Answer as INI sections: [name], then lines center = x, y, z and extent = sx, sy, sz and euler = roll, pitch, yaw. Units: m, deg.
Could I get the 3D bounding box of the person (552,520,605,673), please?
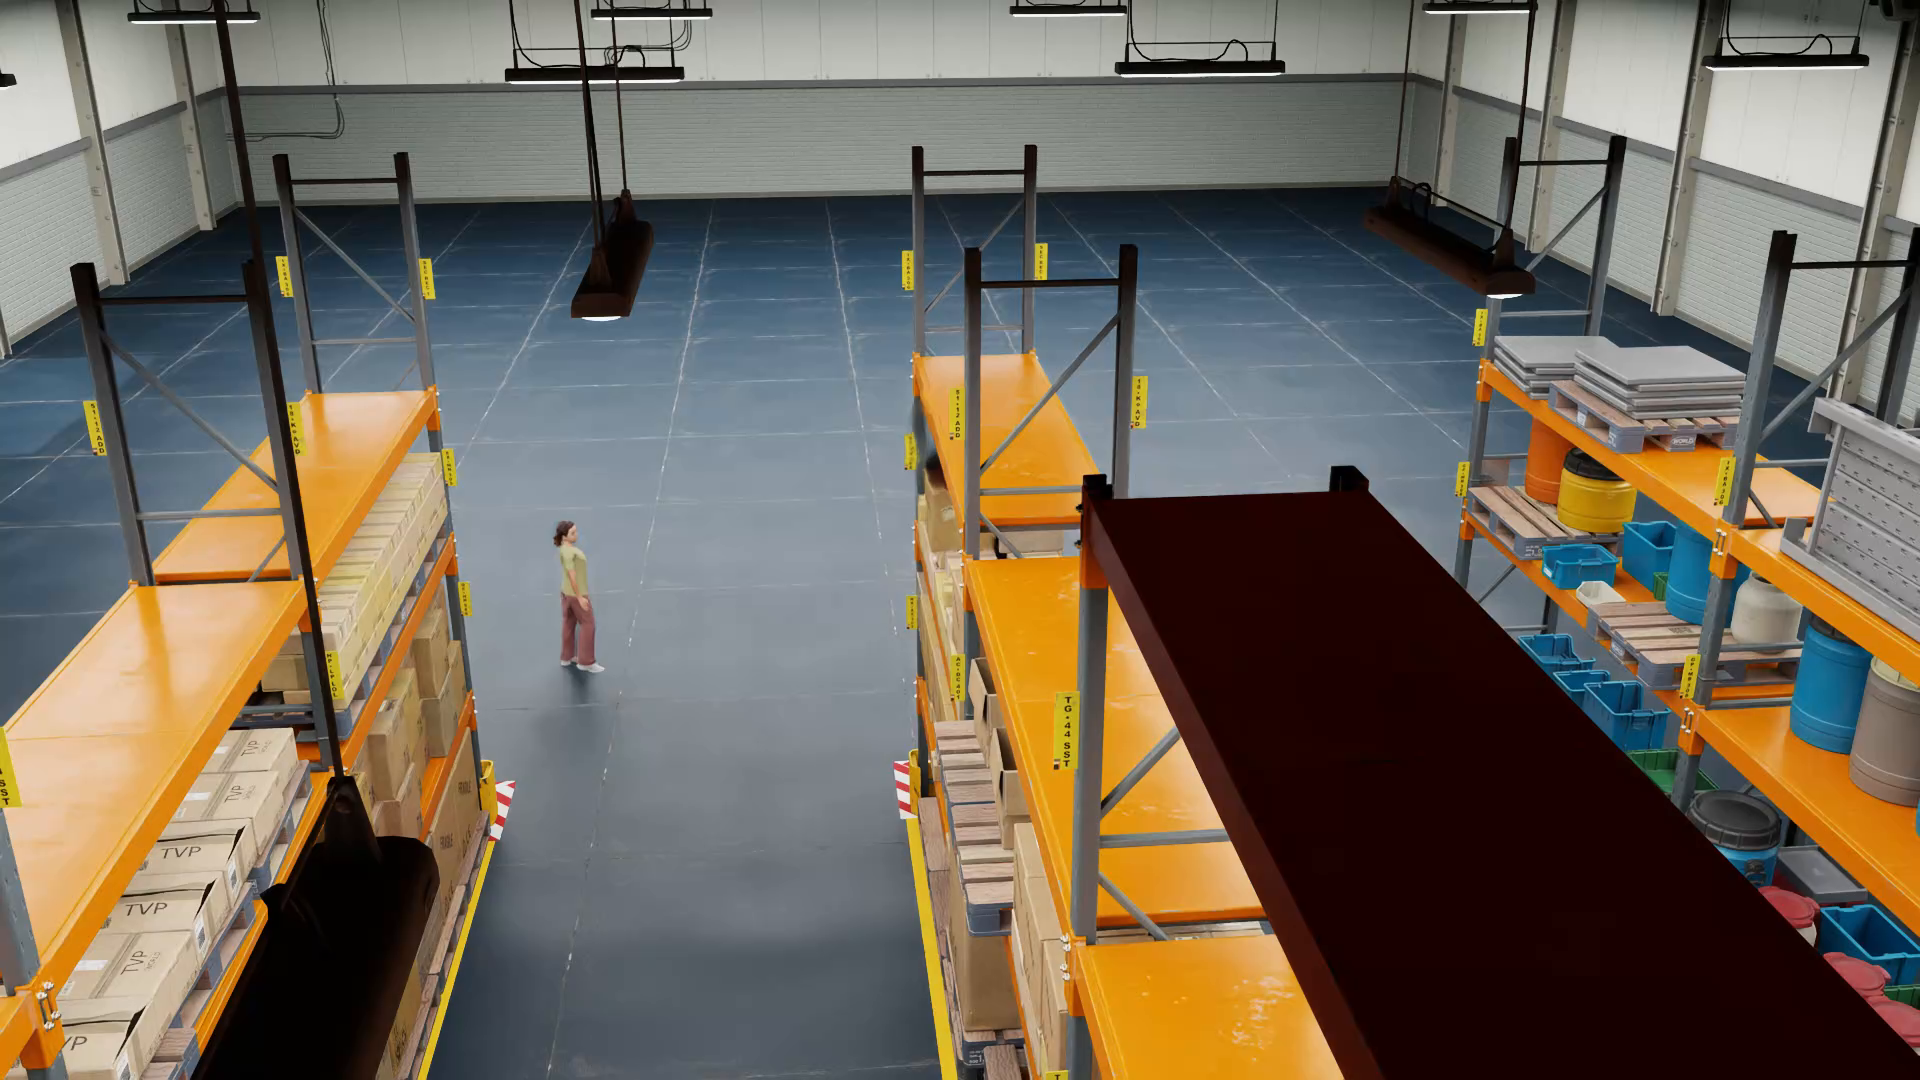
[person]
center = -4.122, 0.618, 17.818
extent = 0.392, 1.707, 0.595
euler = -14, 26, -31
